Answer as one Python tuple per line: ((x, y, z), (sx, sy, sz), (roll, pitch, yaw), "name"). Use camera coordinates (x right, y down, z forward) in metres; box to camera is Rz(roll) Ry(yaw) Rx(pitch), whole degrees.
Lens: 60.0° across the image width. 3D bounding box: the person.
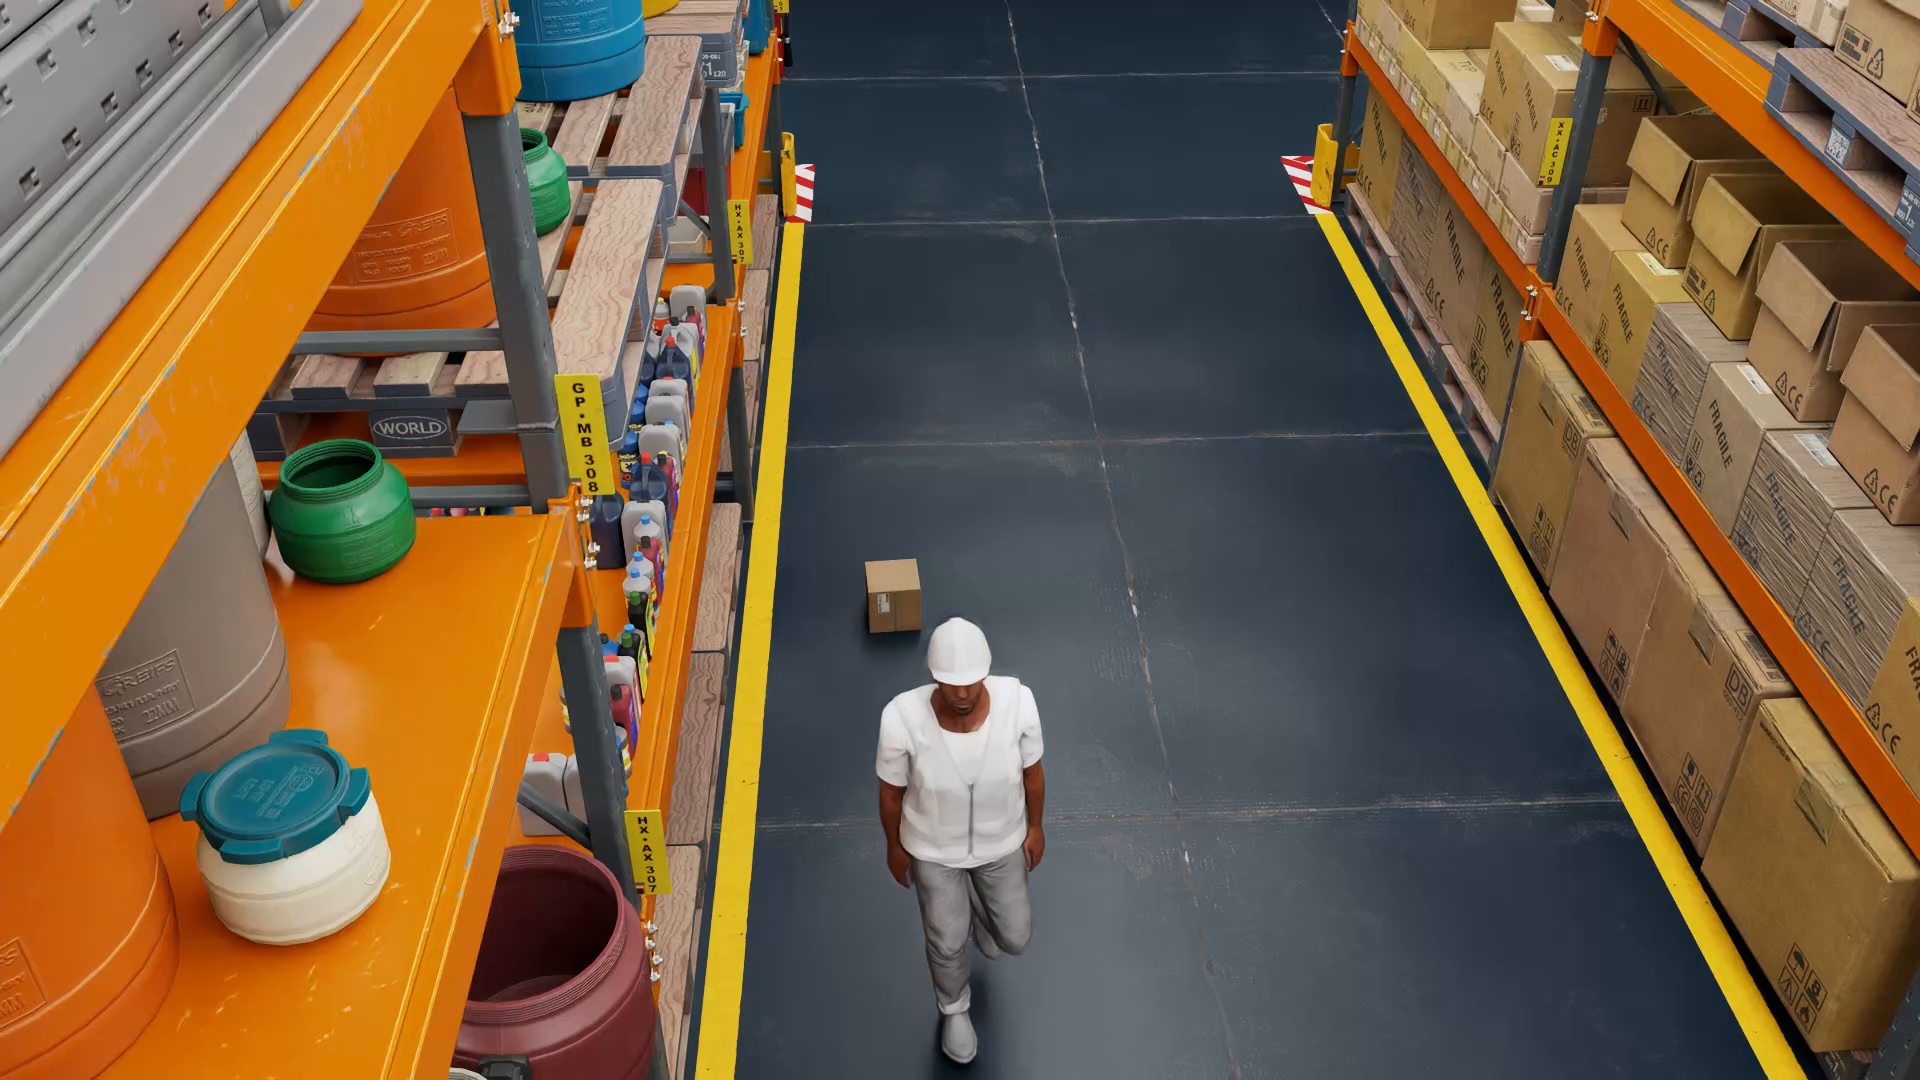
((0.010, 0.991, 5.667), (0.571, 1.755, 0.602), (-6, 35, -8), "person")
